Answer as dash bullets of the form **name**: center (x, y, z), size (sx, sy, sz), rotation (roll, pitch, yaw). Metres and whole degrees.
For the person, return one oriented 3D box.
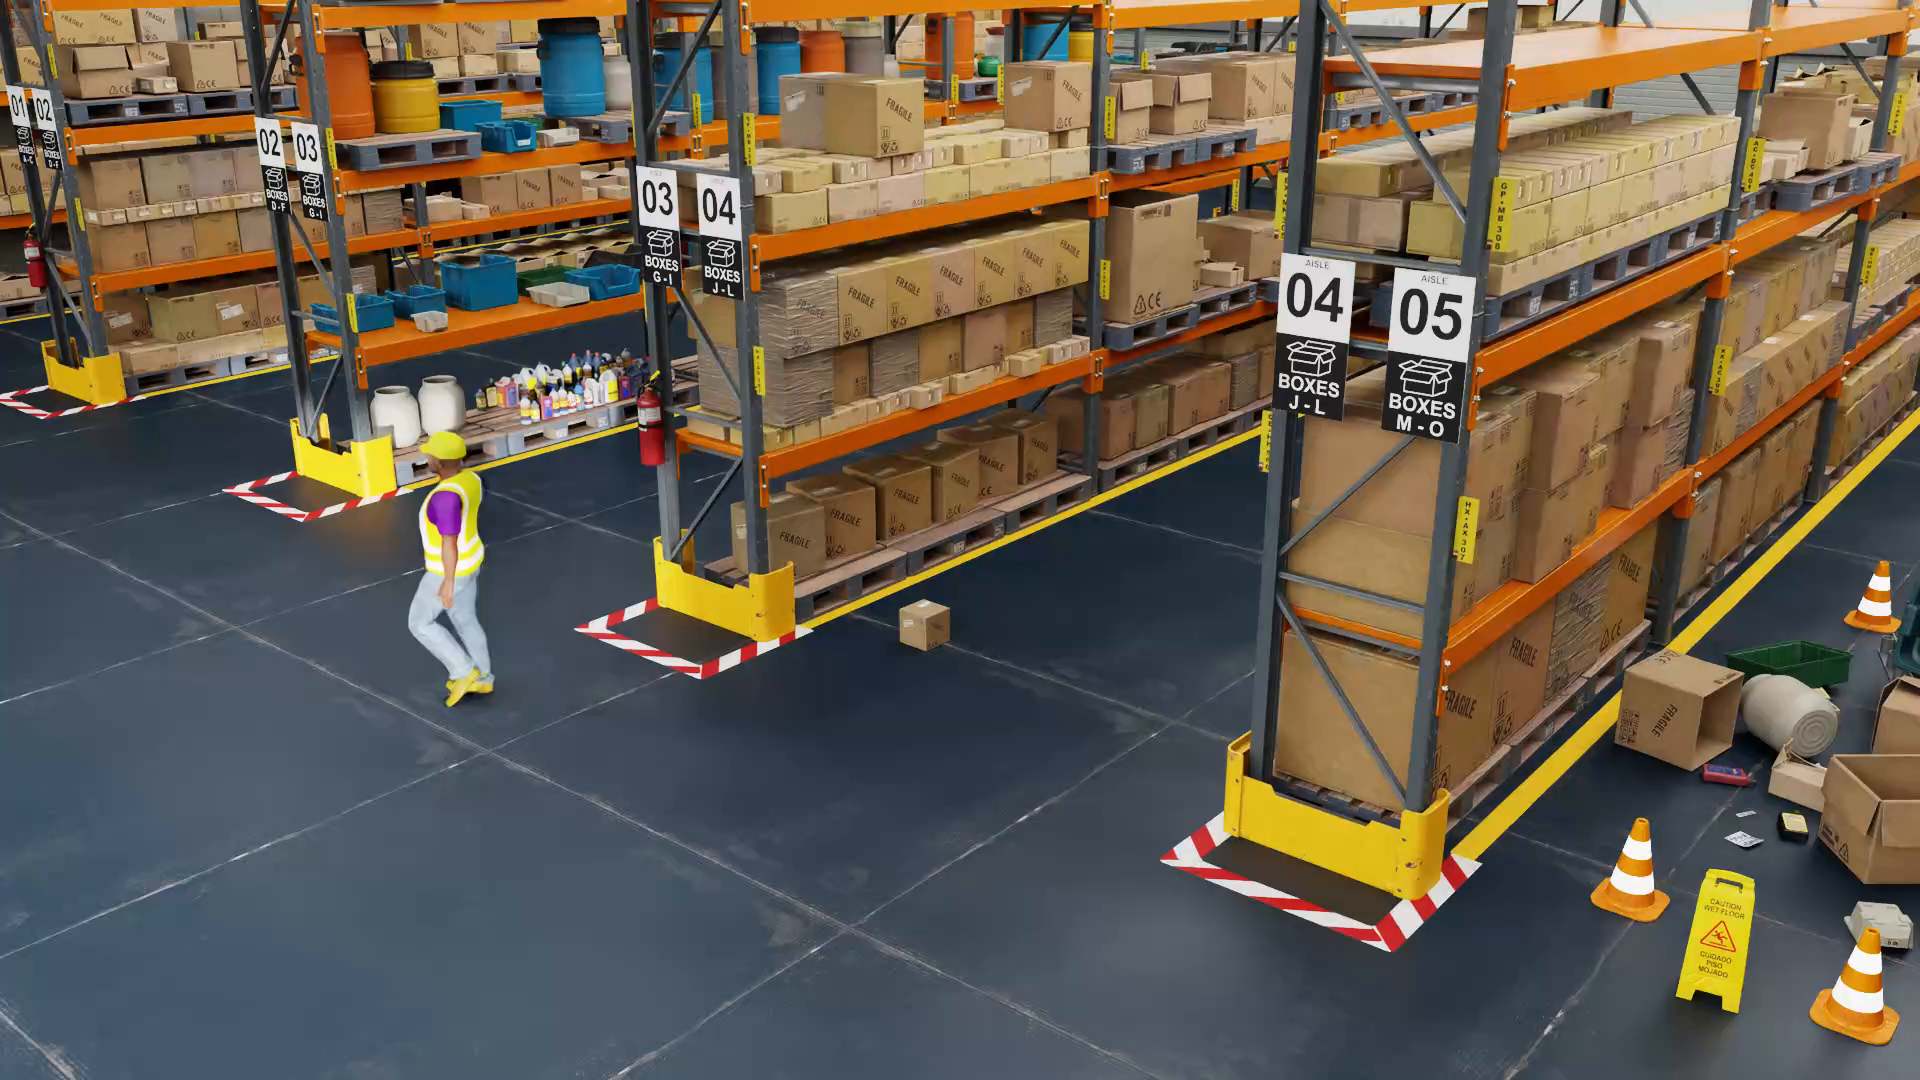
- **person**: center (-3.239, 0.178, 10.509), size (0.463, 1.793, 0.607), rotation (1, 20, 4)
